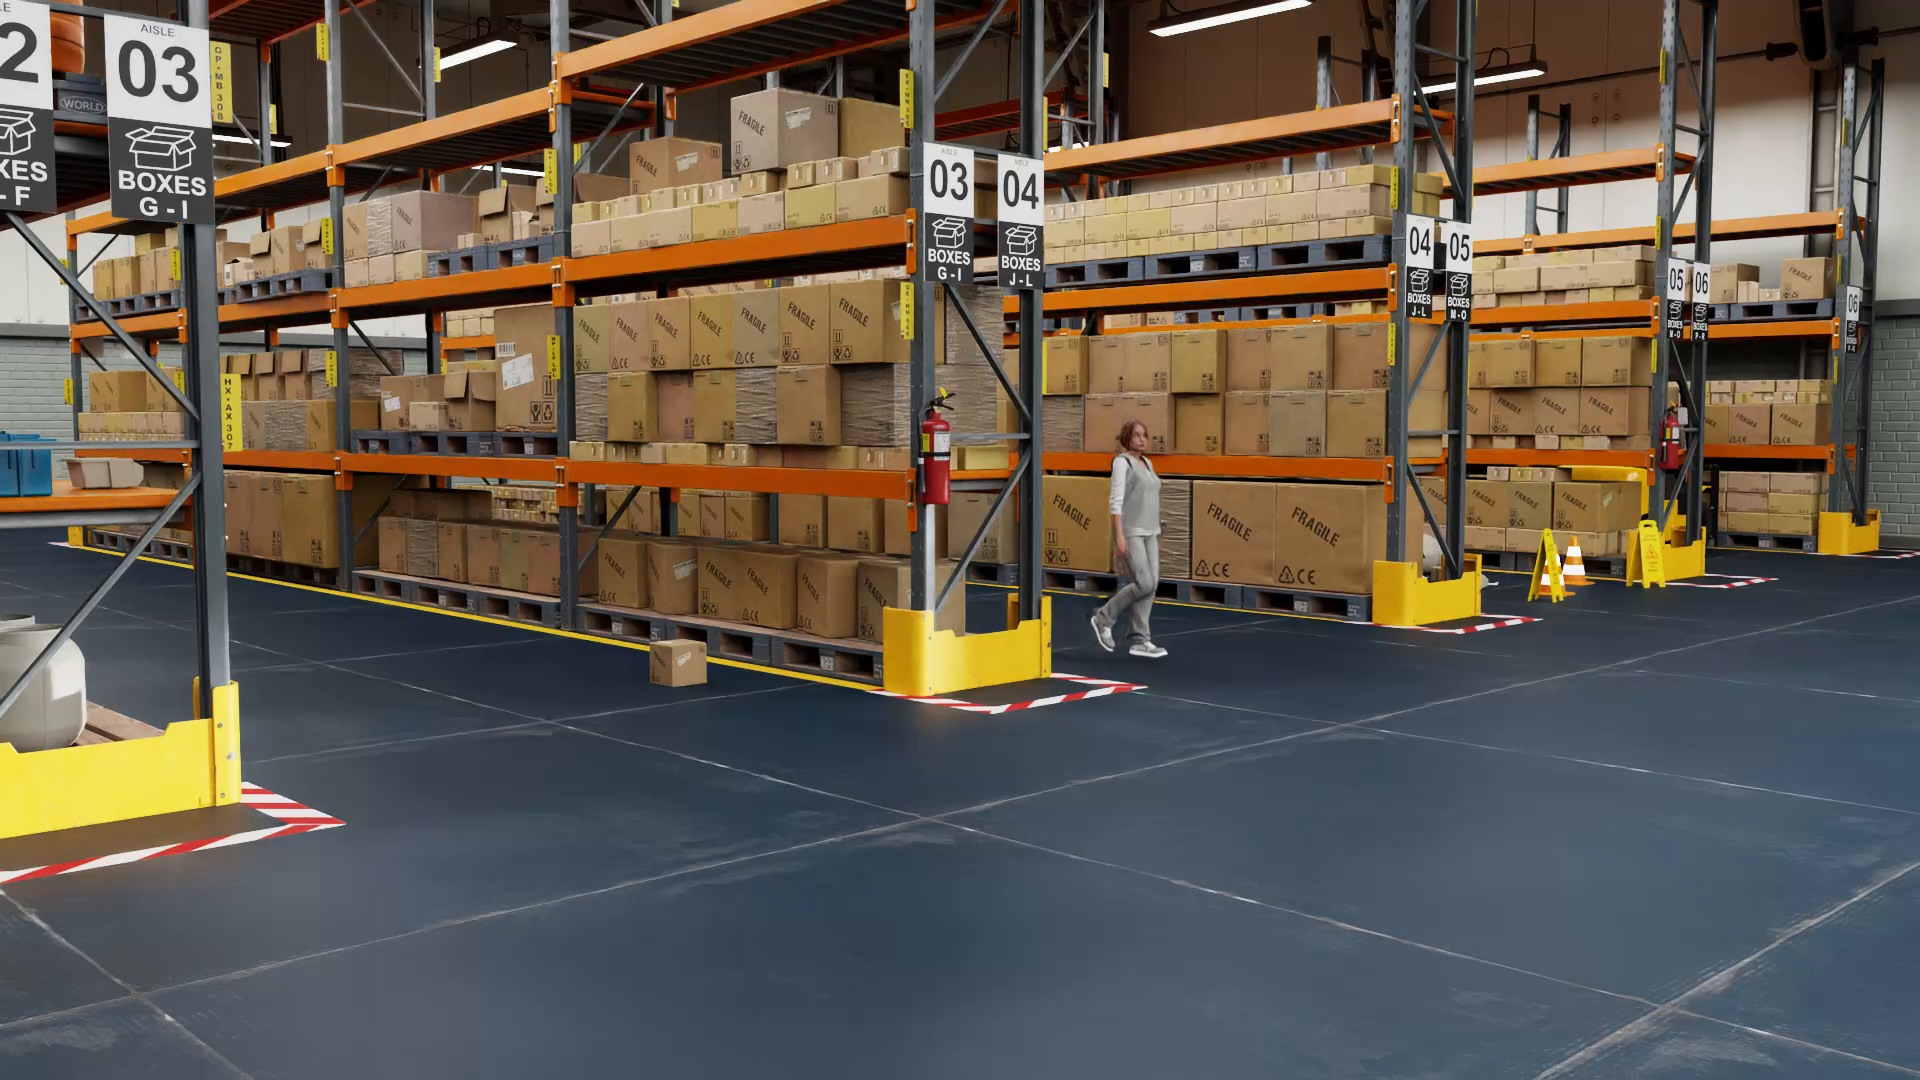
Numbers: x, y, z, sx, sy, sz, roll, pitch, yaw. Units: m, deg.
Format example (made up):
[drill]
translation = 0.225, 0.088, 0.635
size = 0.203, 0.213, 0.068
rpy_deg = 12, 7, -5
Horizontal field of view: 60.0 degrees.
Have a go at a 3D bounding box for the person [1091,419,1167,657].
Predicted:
[person]
translation = 1.147, 0.000, 11.104
size = 0.503, 1.557, 0.423
rpy_deg = 3, 5, 35
